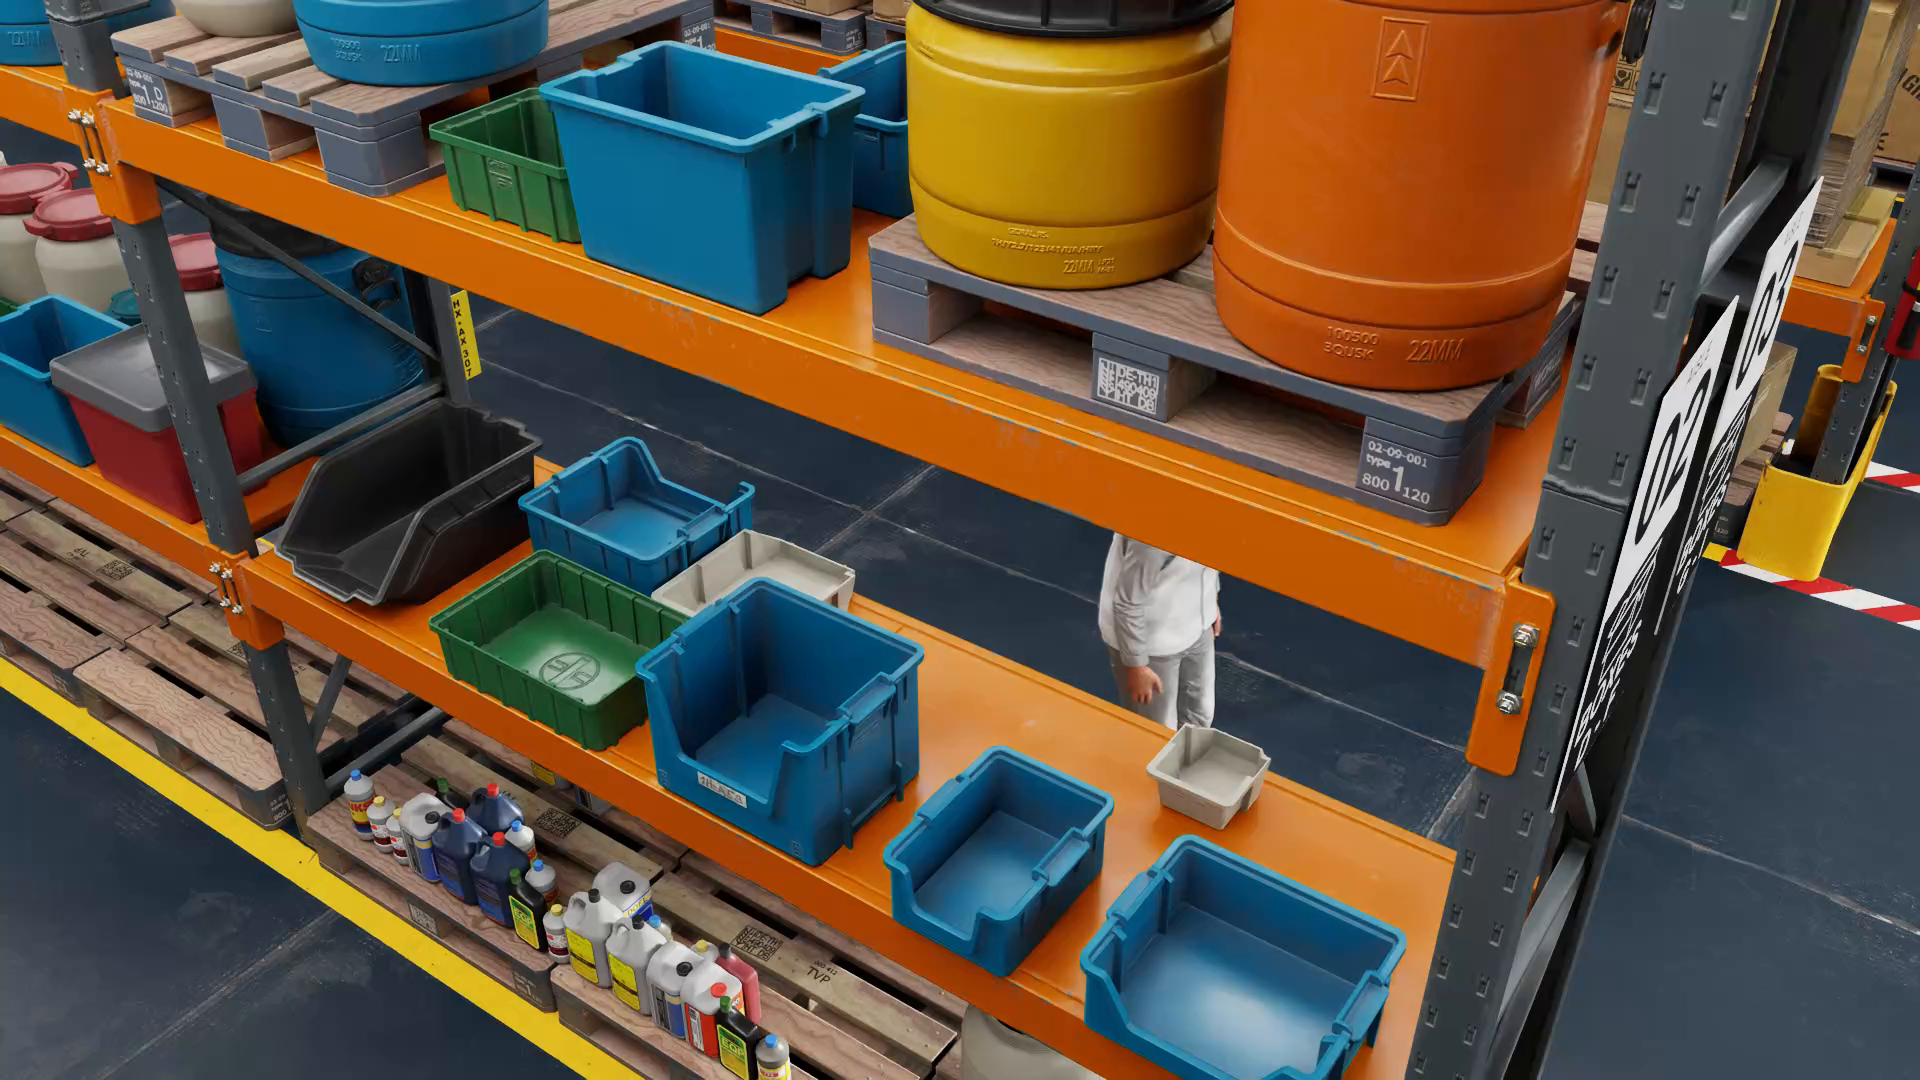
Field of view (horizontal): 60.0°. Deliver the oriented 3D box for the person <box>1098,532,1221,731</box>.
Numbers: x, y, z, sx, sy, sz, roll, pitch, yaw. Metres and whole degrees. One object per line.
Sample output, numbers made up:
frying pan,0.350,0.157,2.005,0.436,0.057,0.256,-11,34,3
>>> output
person,0.712,0.312,5.664,0.465,1.771,0.570,22,40,28
